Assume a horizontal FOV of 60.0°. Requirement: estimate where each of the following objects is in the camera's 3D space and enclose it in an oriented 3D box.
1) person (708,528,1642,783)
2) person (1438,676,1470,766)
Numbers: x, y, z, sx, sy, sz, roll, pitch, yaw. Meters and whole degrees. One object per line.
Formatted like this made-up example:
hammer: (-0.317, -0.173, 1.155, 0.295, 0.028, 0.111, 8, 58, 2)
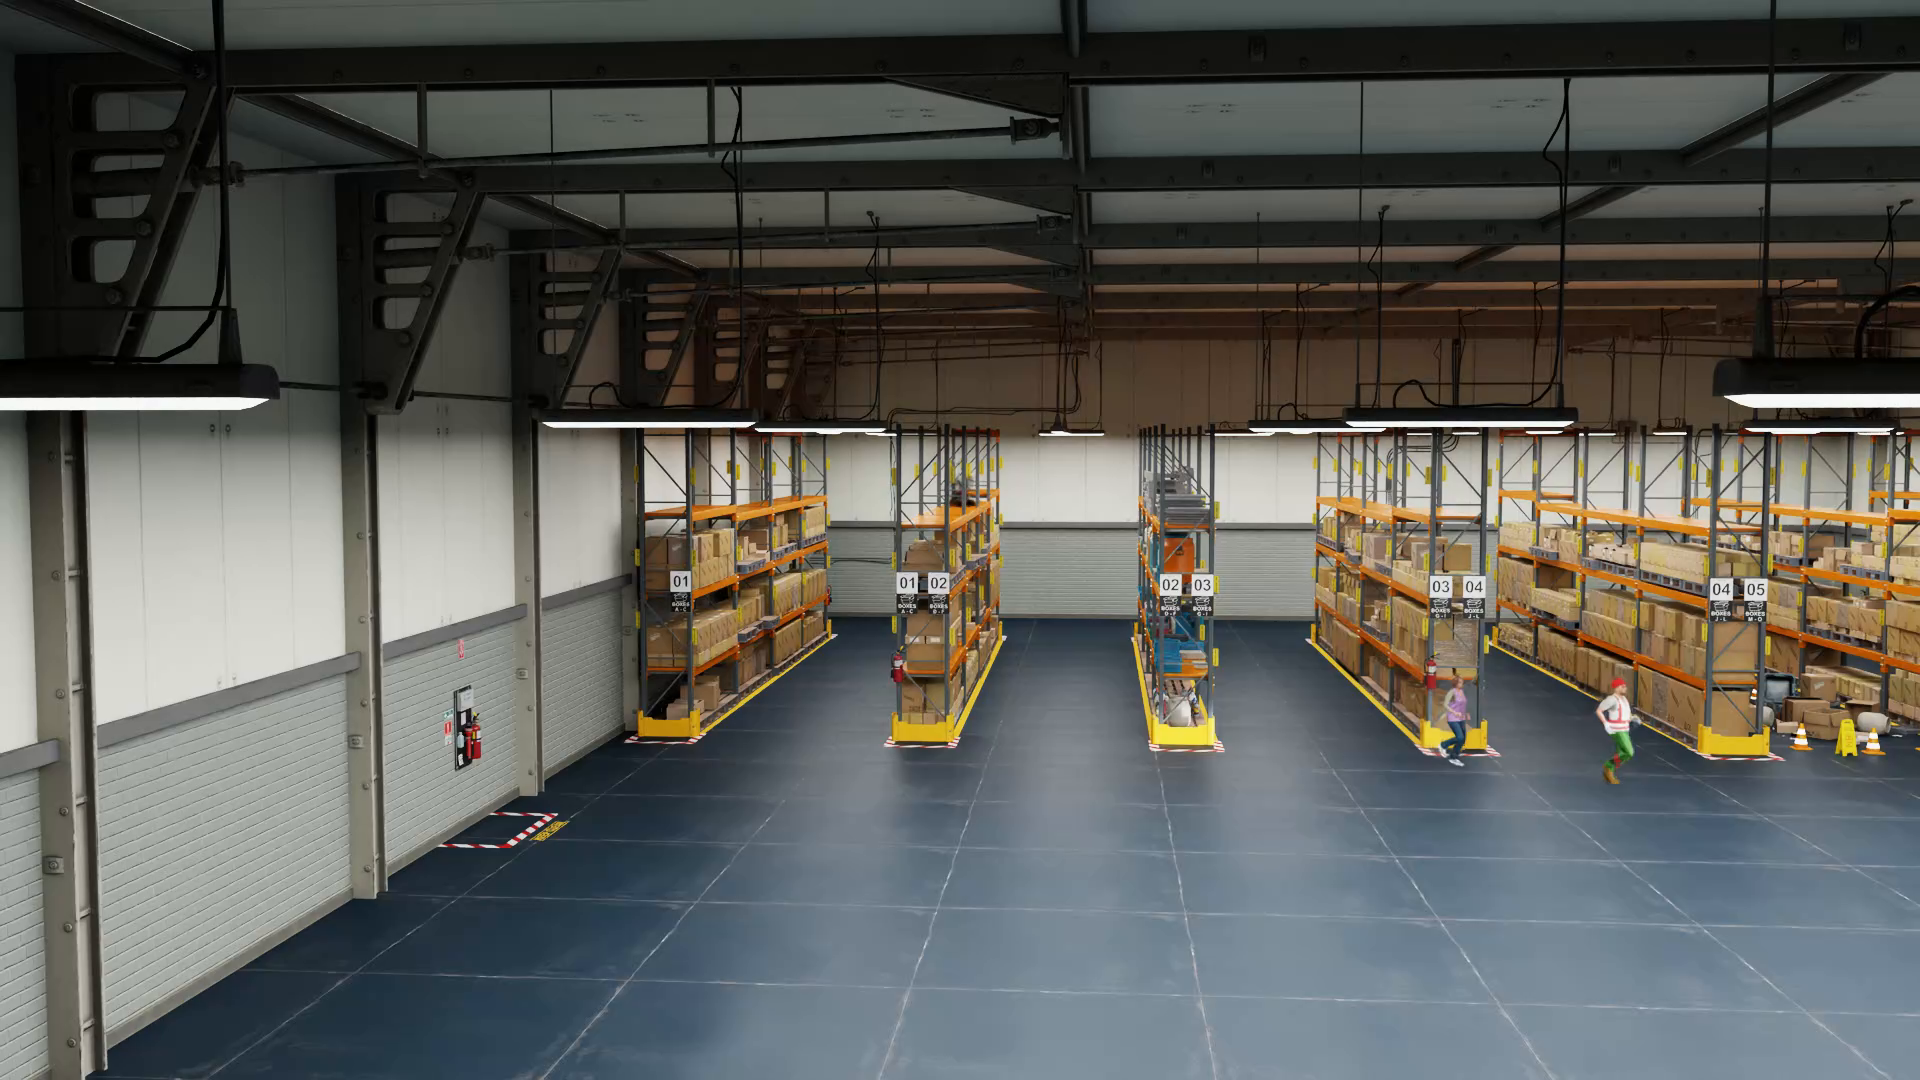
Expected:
person: (2.903, 1.902, 31.447, 6.651, 3.795, 17.539, -3, 5, -44)
person: (8.685, 3.176, 29.257, 0.524, 1.575, 0.529, -3, 4, -39)
